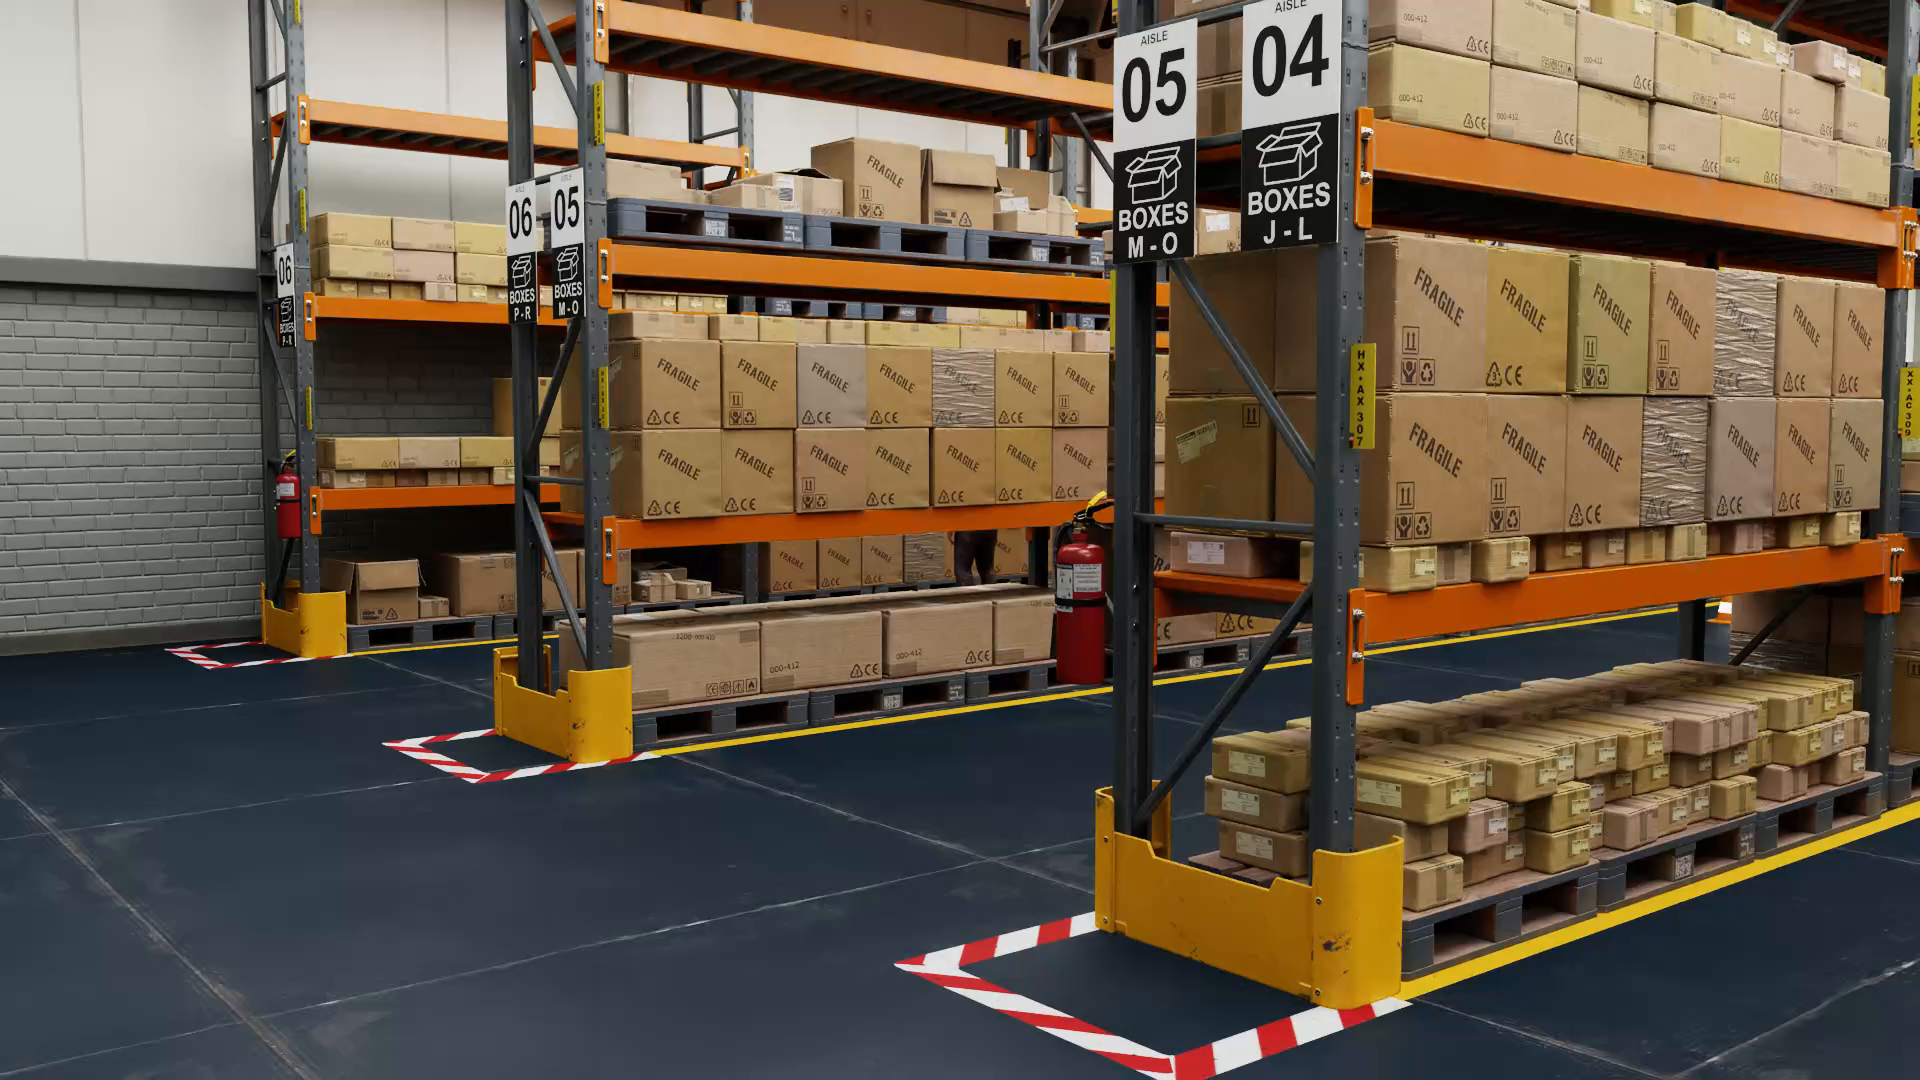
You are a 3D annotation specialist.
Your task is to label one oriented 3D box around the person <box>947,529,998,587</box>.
[{"bbox_3d":[0.144,-0.109,15.100,0.589,1.721,0.413,-4,6,-40],"label":"person"}]
